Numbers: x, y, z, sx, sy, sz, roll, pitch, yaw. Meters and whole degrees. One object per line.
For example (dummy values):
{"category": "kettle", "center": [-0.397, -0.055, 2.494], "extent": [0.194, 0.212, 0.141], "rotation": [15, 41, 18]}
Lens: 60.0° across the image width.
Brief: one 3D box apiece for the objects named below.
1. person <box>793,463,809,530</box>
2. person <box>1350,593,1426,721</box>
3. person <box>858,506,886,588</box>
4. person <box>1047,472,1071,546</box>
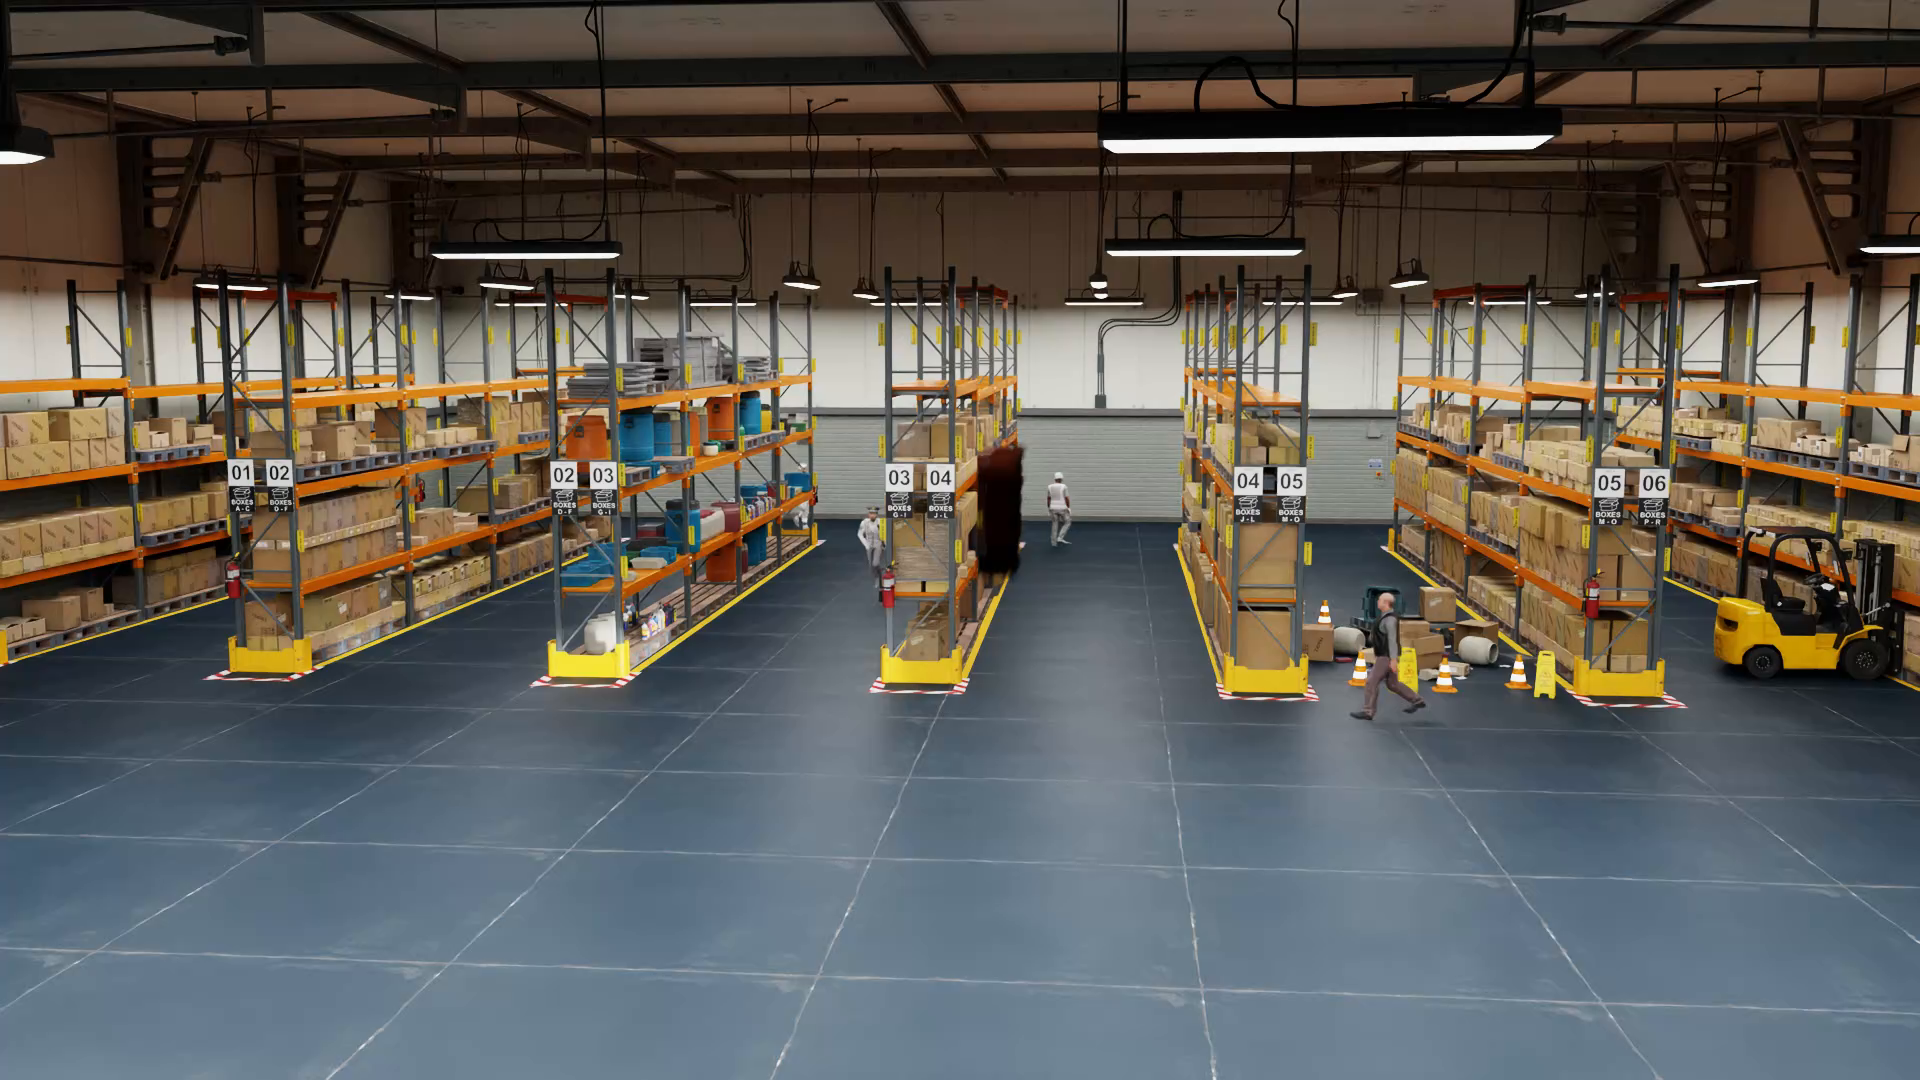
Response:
{"category": "person", "center": [-4.076, -1.114, 43.014], "extent": [0.680, 1.778, 0.528], "rotation": [4, 8, 27]}
{"category": "person", "center": [5.627, 1.529, 21.763], "extent": [0.999, 1.682, 0.543], "rotation": [1, 7, 7]}
{"category": "person", "center": [-1.590, 0.128, 31.368], "extent": [0.612, 1.601, 0.692], "rotation": [2, 7, 14]}
{"category": "person", "center": [2.369, -0.737, 39.830], "extent": [0.634, 1.785, 0.403], "rotation": [4, 8, 33]}
